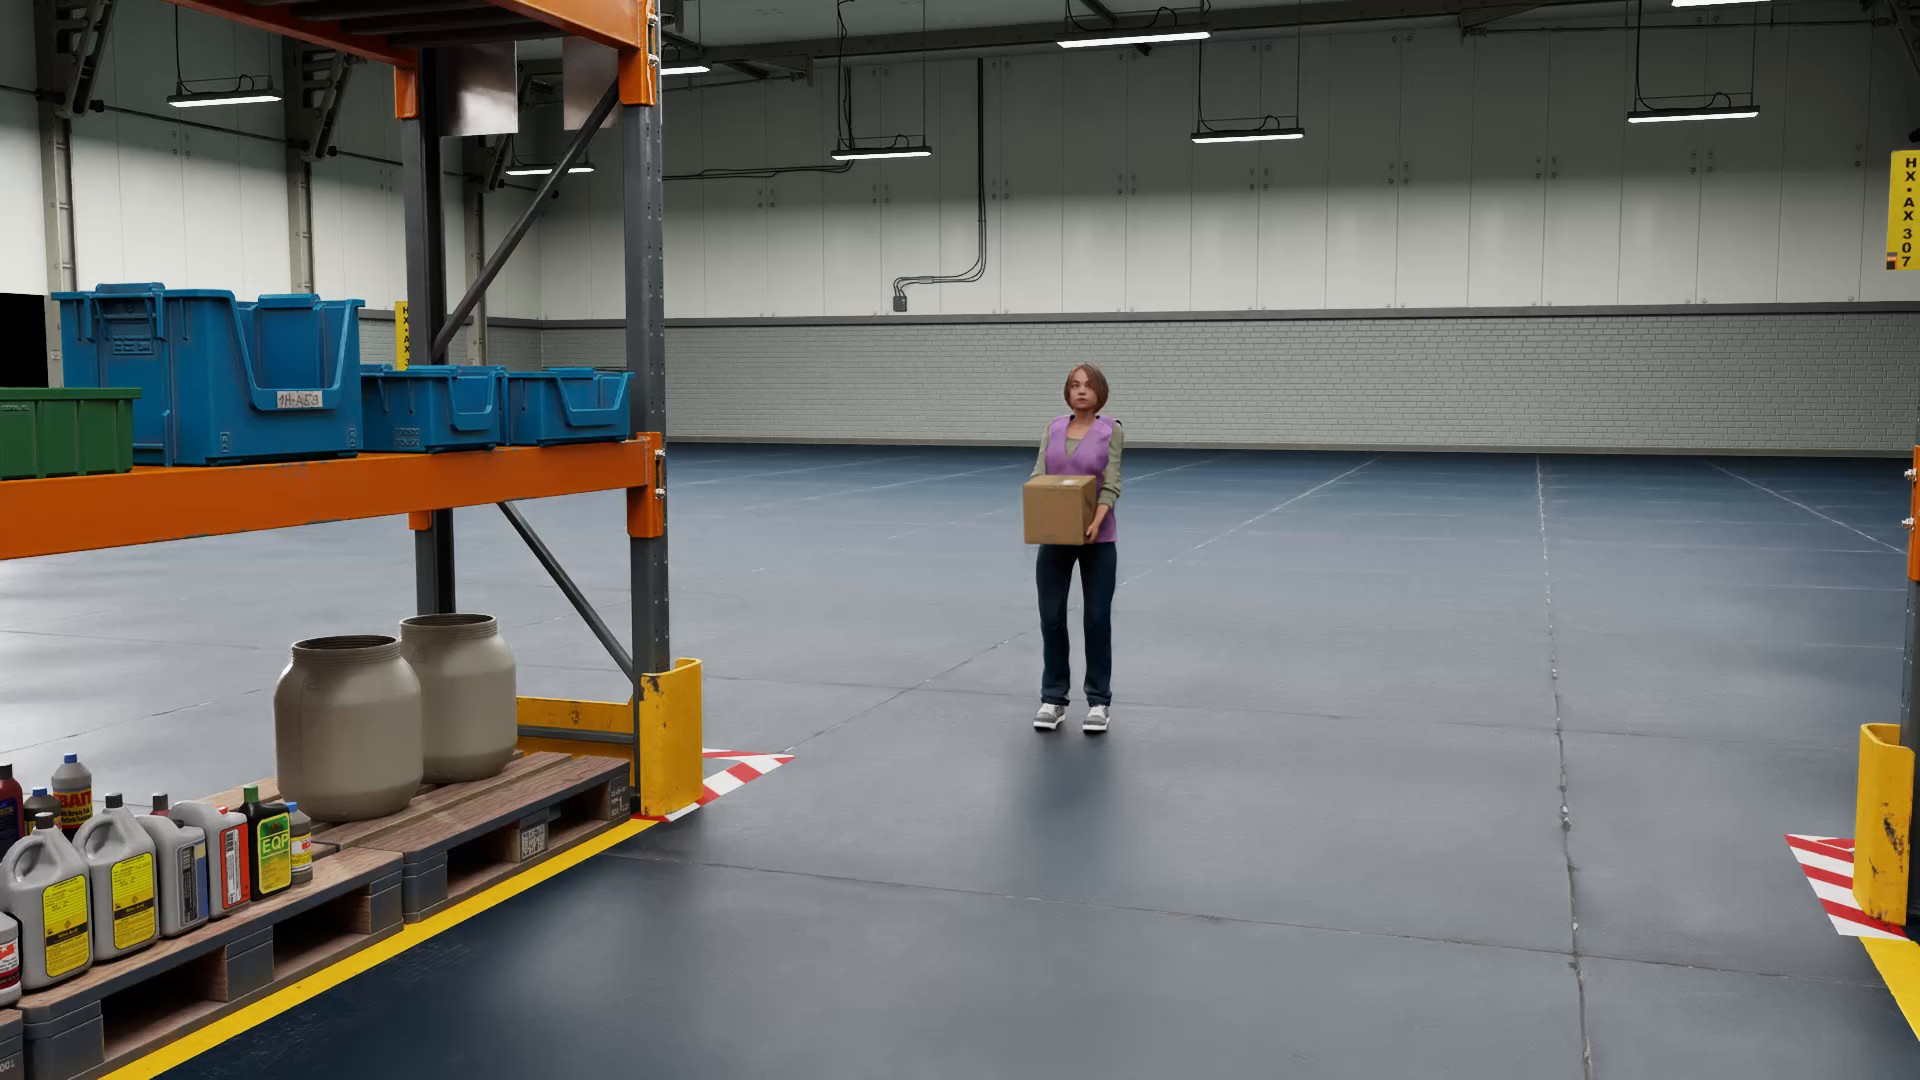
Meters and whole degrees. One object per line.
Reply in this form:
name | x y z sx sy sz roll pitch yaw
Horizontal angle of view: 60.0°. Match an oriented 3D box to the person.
person | 0.486 0.032 7.144 0.407 1.588 0.496 2 6 19
